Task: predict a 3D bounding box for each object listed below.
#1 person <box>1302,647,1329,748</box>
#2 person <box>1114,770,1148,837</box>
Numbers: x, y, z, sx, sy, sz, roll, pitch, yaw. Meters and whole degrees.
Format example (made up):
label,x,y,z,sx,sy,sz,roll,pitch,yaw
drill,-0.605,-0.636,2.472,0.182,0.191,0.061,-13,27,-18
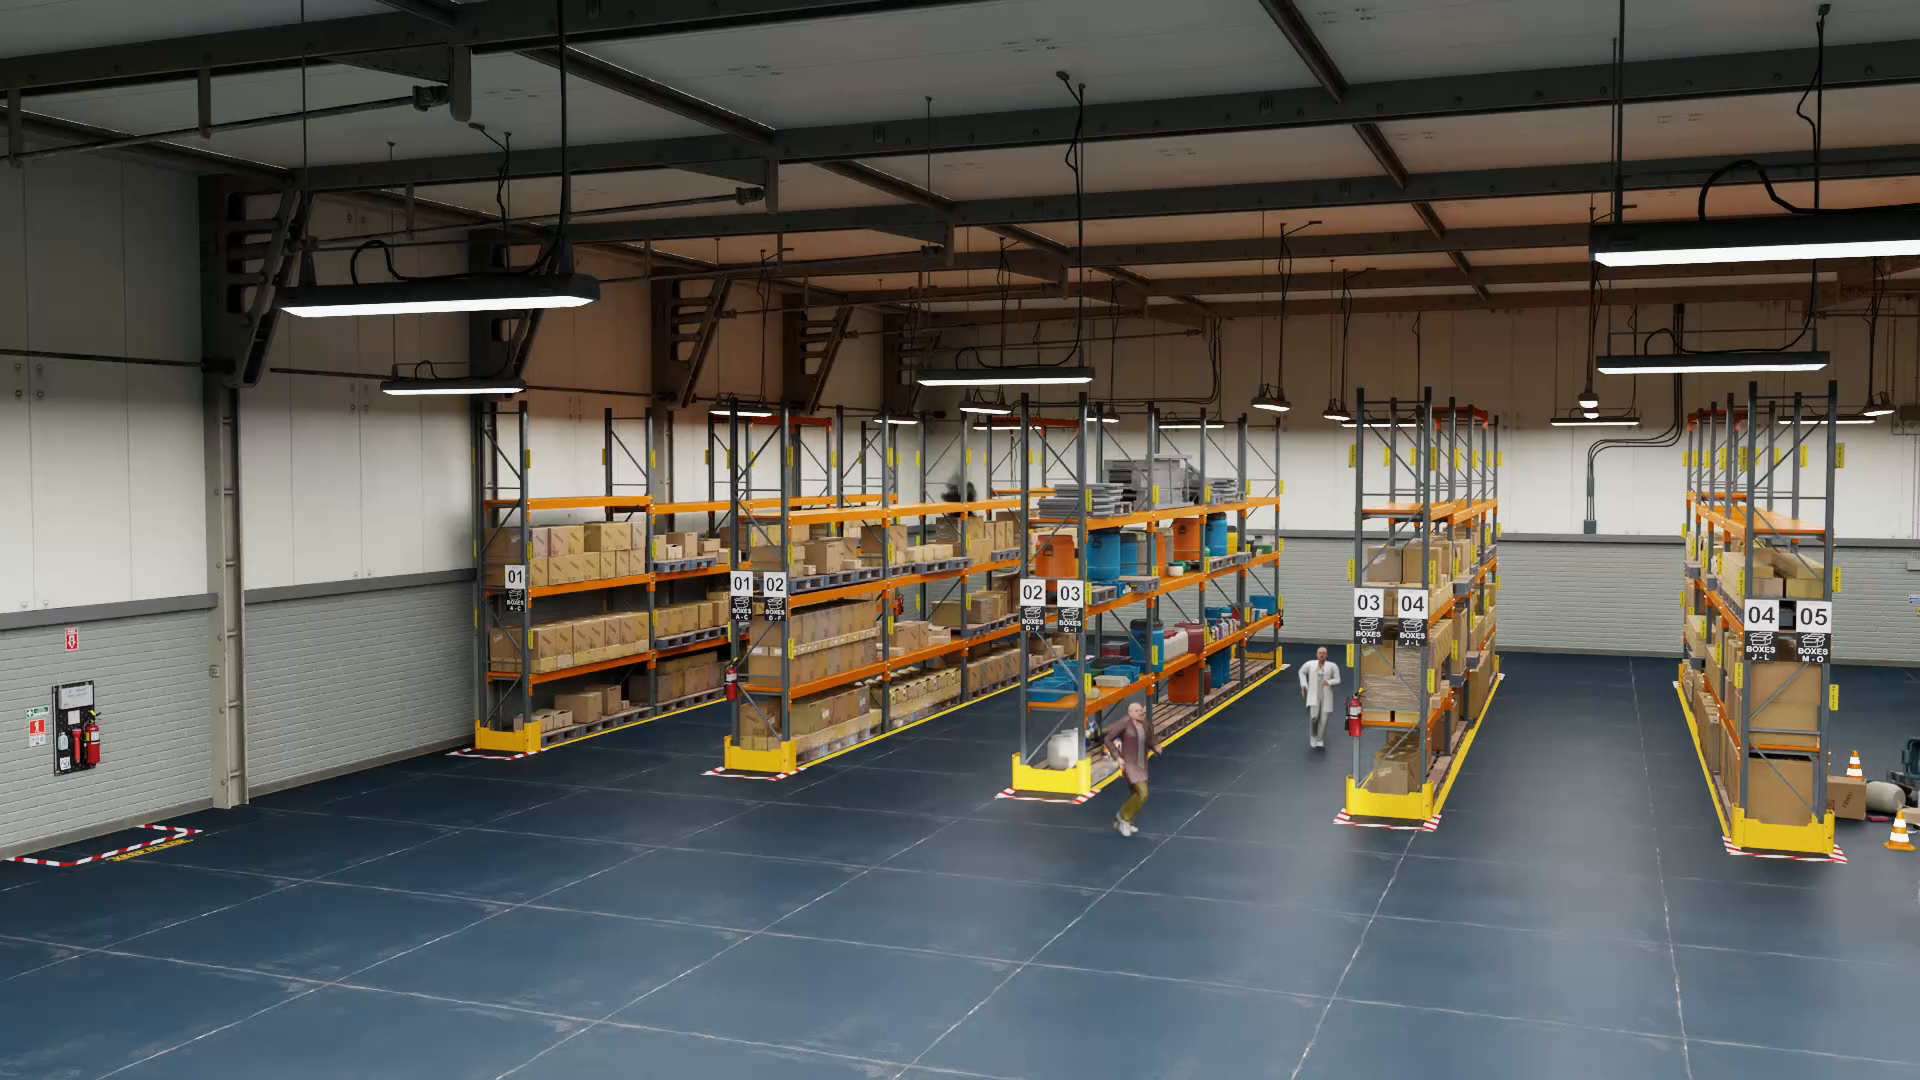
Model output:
label,x,y,z,sx,sy,sz,roll,pitch,yaw
person,6.203,2.718,28.665,0.663,1.746,0.669,0,3,9
person,2.323,3.405,22.132,0.391,1.066,0.569,-2,4,-40
